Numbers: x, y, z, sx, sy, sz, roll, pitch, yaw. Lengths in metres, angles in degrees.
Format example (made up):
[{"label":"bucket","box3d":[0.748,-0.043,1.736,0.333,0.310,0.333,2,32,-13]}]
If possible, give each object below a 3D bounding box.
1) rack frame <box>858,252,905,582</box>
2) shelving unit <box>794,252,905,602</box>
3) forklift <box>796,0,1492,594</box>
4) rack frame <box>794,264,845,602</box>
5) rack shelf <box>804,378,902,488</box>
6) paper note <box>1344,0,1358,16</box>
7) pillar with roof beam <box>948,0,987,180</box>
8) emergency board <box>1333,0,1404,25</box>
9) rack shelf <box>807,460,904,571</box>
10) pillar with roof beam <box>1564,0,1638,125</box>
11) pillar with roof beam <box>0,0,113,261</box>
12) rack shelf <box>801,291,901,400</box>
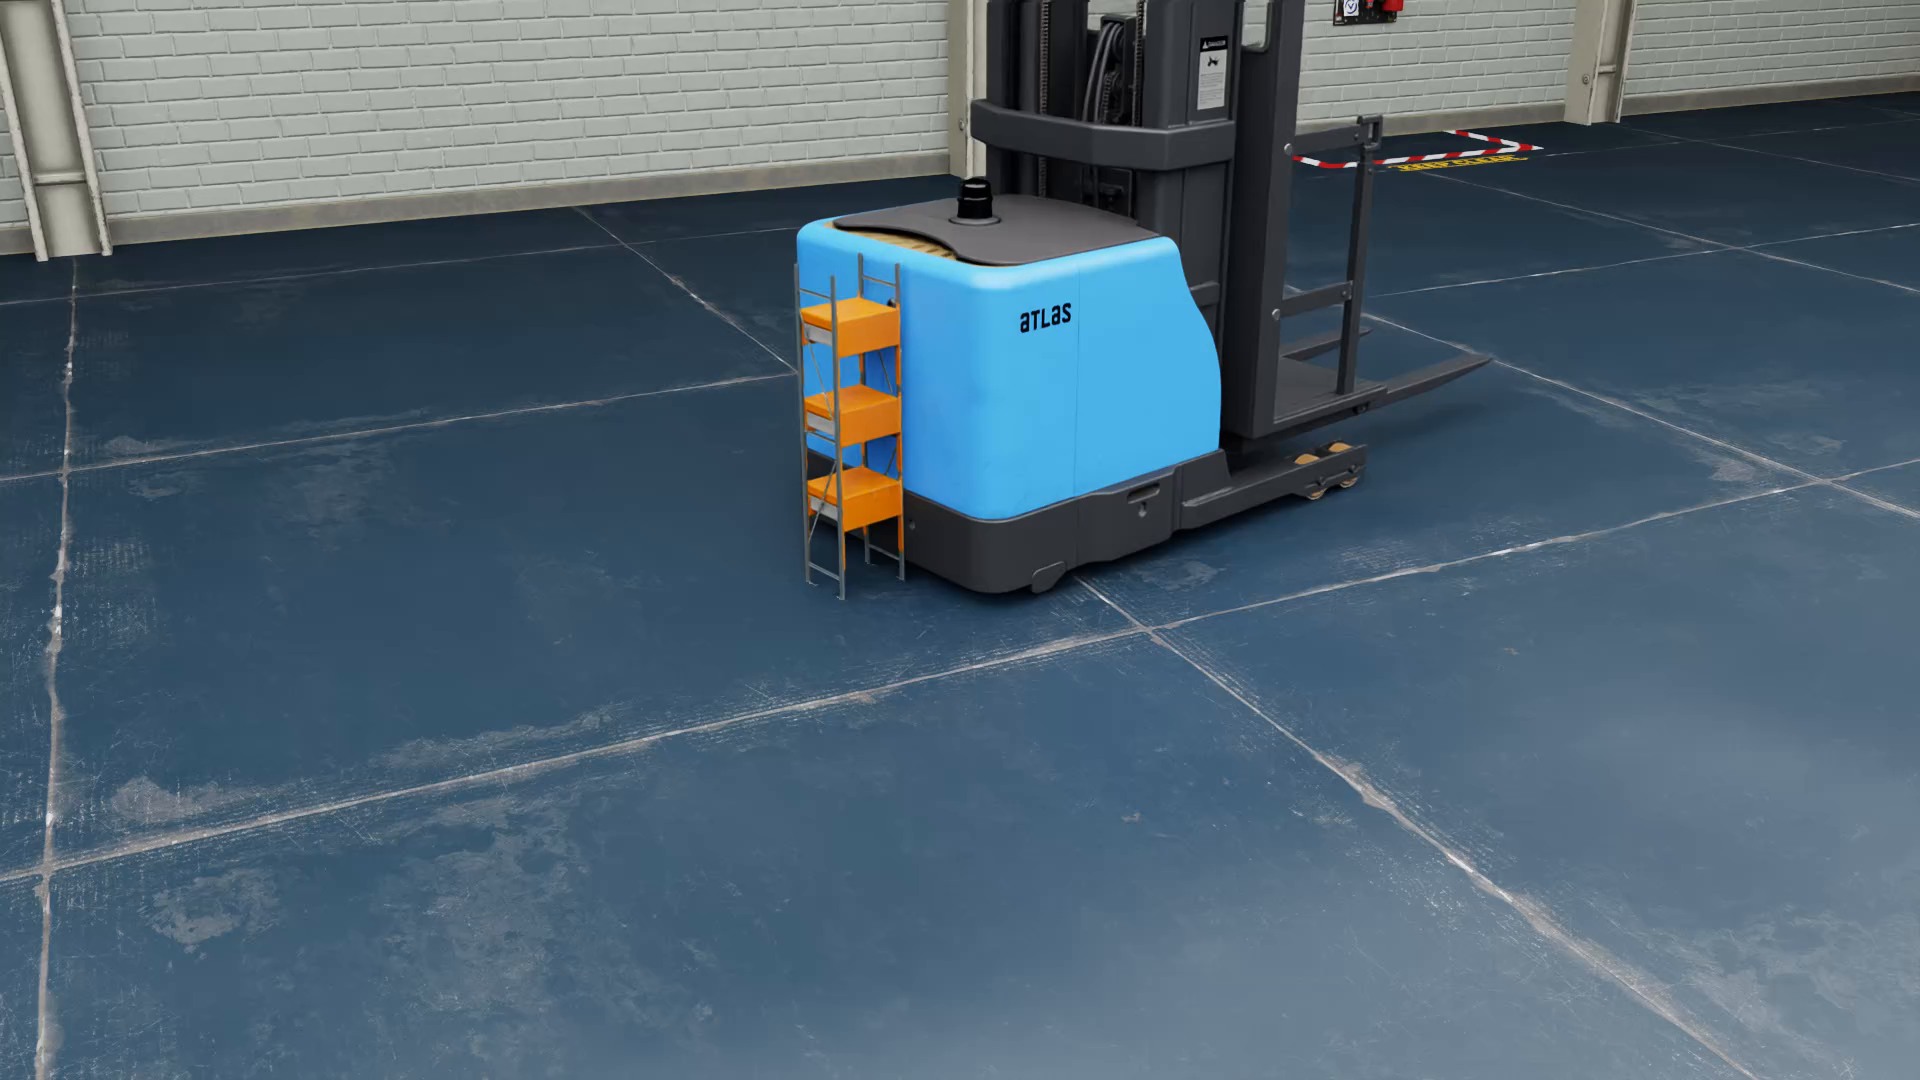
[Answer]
[{"label":"rack frame","box3d":[-0.249,-0.379,5.292,0.008,1.050,0.200,-18,29,-37]},{"label":"shelving unit","box3d":[-0.341,-0.348,5.218,0.252,1.050,0.215,-18,29,-37]},{"label":"forklift","box3d":[0.890,-1.636,5.871,3.031,2.935,1.130,-18,29,-37]},{"label":"rack frame","box3d":[-0.433,-0.317,5.144,0.008,1.050,0.200,-18,29,-37]},{"label":"rack shelf","box3d":[-0.341,-0.338,5.222,0.240,0.259,0.215,-18,29,-37]},{"label":"paper note","box3d":[3.131,-4.271,13.299,0.142,0.148,0.016,-10,25,-24]},{"label":"pillar with roof beam","box3d":[2.024,-5.374,6.966,0.400,9.000,9.100,-10,25,-24]},{"label":"emergency board","box3d":[3.320,-4.684,13.144,0.643,1.169,0.194,-10,25,-24]},{"label":"rack shelf","box3d":[-0.341,-0.082,5.329,0.240,0.259,0.215,-18,29,-37]},{"label":"pillar with roof beam","box3d":[7.431,-6.369,9.371,0.400,9.000,9.100,-10,25,-24]},{"label":"pillar with roof beam","box3d":[-3.382,-4.378,4.562,0.400,9.000,9.100,-10,25,-24]},{"label":"rack shelf","box3d":[-0.341,-0.601,5.114,0.240,0.259,0.215,-18,29,-37]}]
